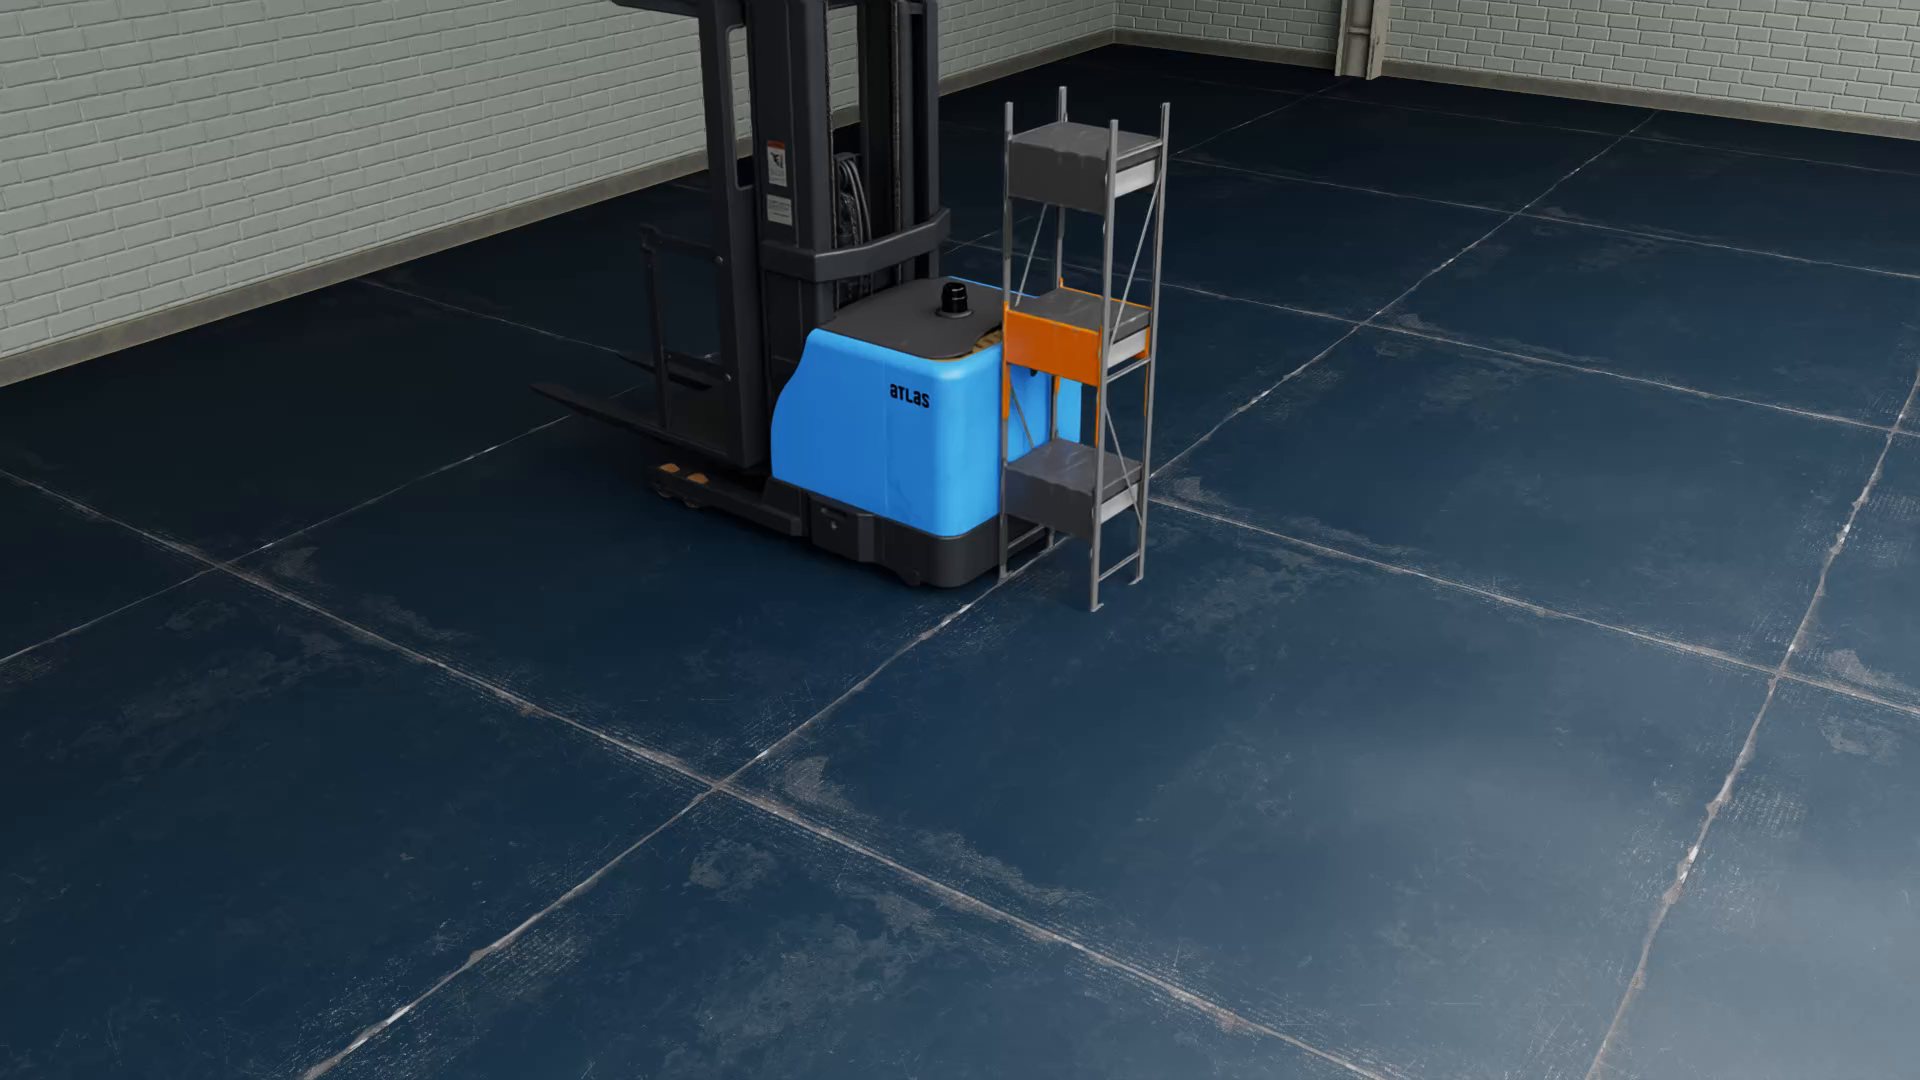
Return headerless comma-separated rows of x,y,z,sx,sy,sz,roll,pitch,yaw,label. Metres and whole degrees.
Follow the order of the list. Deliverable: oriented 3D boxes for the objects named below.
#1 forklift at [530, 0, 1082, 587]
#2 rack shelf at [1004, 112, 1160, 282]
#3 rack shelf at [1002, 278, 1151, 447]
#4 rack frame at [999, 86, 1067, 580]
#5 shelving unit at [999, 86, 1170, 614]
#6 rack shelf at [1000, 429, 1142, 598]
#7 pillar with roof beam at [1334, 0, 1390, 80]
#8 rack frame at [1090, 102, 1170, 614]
-0.902,-1.628,7.717,3.031,2.935,1.130,20,33,33,forklift
0.494,-1.373,6.619,0.480,0.518,0.431,20,33,33,rack shelf
0.494,-0.749,6.936,0.480,0.518,0.431,20,33,33,rack shelf
0.302,-0.829,7.064,0.015,2.100,0.400,20,33,33,rack frame
0.494,-0.761,6.930,0.503,2.100,0.431,20,33,33,shelving unit
0.494,-0.125,7.254,0.480,0.518,0.431,20,33,33,rack shelf
1.679,-7.210,11.996,0.400,9.000,9.100,17,32,30,pillar with roof beam
0.686,-0.693,6.796,0.015,2.100,0.400,20,33,33,rack frame
